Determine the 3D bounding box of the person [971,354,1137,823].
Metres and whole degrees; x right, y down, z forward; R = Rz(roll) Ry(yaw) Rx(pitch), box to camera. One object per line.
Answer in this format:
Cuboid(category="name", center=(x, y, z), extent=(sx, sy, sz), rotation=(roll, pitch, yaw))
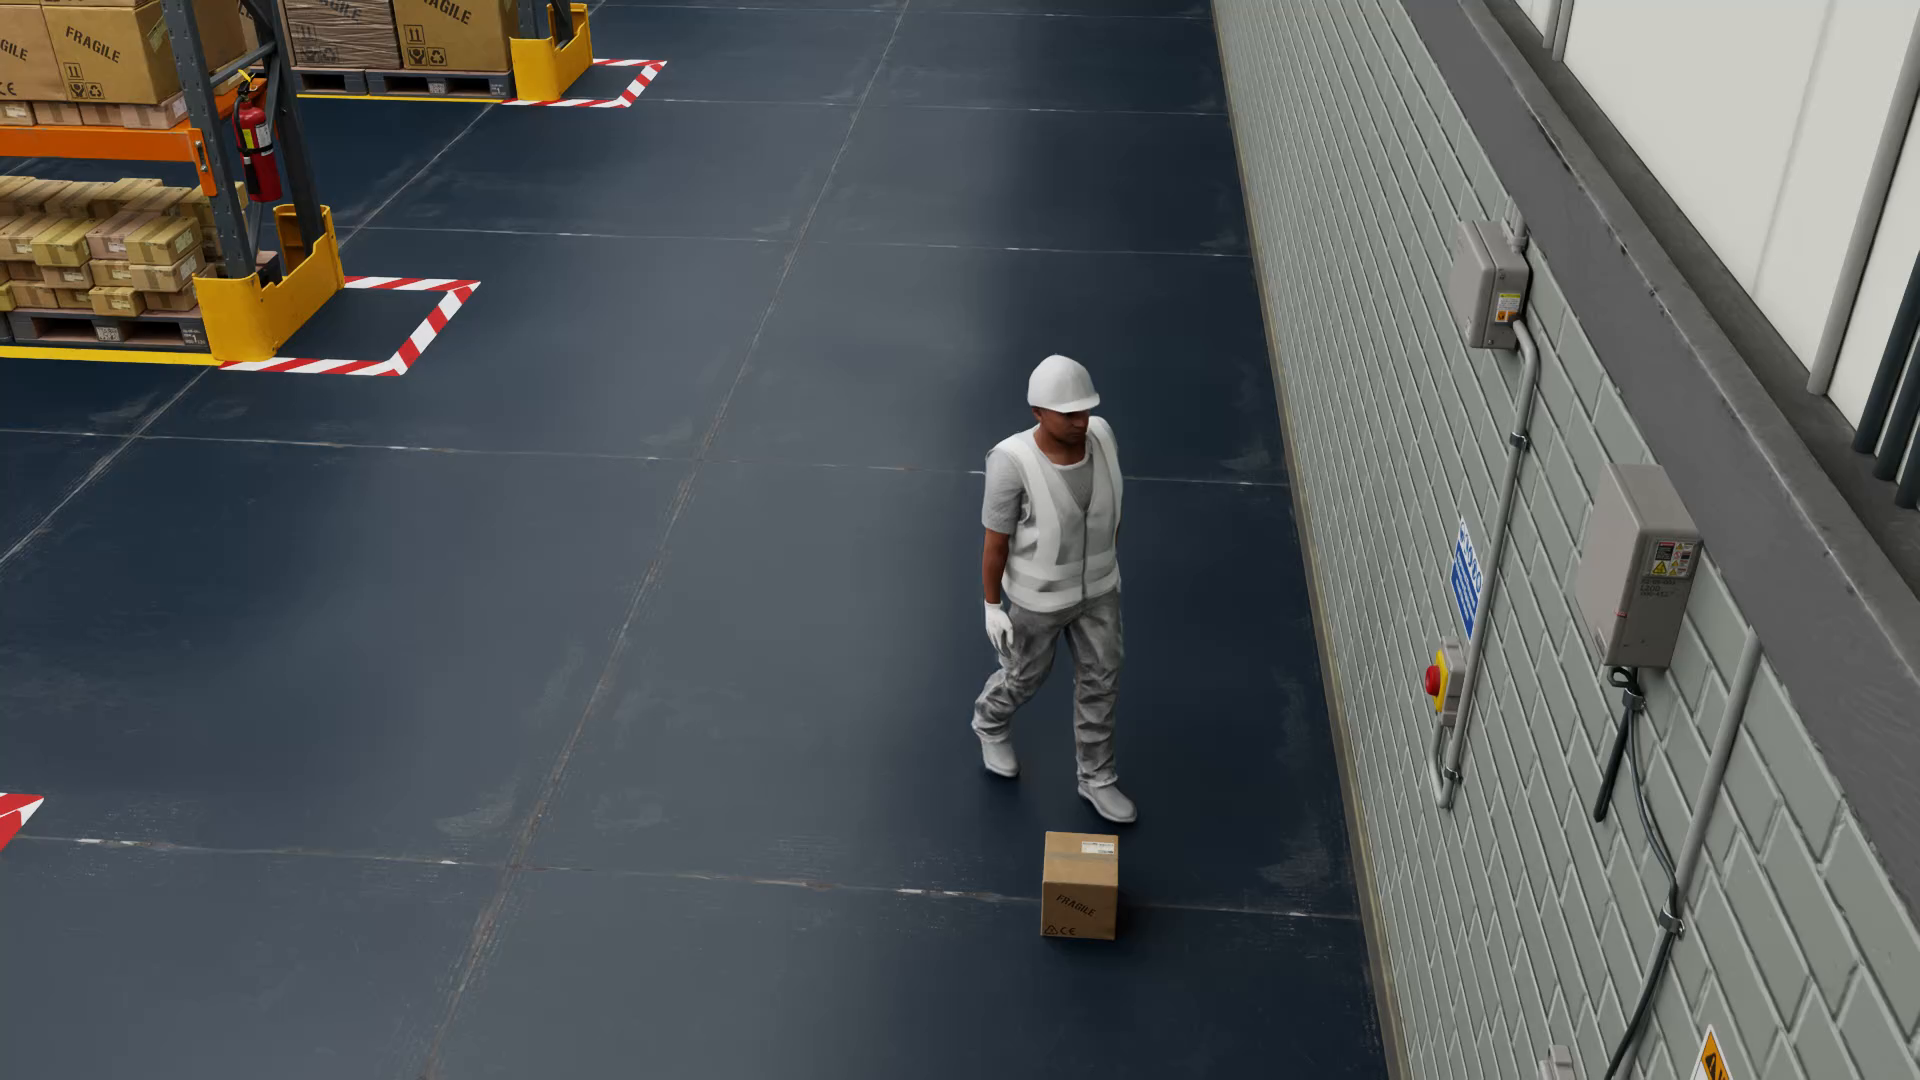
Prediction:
Cuboid(category="person", center=(0.345, 0.169, 5.834), extent=(0.594, 1.781, 0.744), rotation=(-17, 35, -25))
